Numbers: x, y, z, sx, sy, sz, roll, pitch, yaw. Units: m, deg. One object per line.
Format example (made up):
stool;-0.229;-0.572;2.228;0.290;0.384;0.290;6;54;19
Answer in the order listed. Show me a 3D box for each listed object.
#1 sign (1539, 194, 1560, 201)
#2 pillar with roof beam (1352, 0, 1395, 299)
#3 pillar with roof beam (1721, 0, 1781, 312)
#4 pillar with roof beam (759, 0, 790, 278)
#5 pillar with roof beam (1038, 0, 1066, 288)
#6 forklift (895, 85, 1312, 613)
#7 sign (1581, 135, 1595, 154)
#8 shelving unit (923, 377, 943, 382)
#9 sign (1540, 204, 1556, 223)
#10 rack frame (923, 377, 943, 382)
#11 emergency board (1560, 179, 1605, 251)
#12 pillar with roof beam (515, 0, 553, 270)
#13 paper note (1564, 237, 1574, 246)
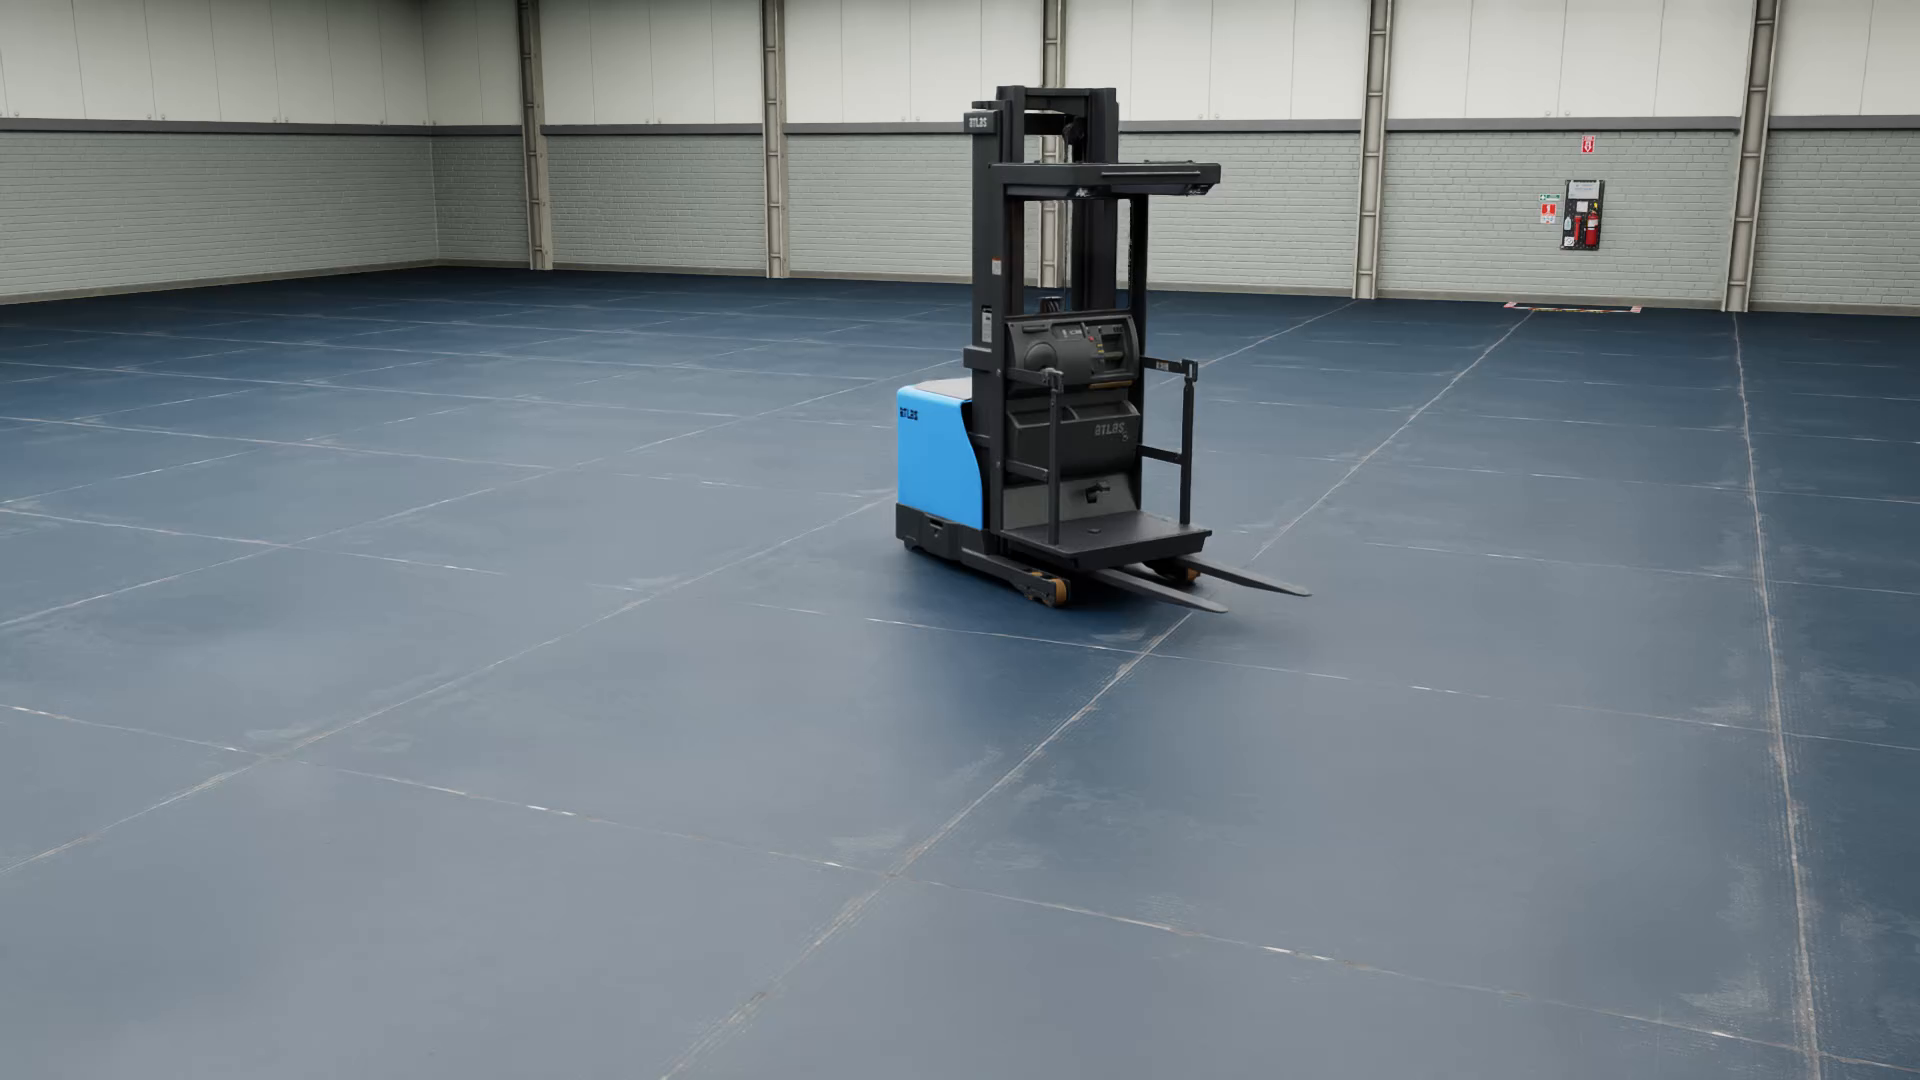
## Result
sign;9.997;-5.804;28.184;0.331;0.109;0.001;6;14;23
pillar with roof beam;5.475;-7.798;24.789;0.400;9.000;9.100;6;14;23
pillar with roof beam;10.960;-7.243;22.423;0.400;9.000;9.100;6;14;23
pillar with roof beam;-5.497;-8.908;29.521;0.400;9.000;9.100;6;14;23
pillar with roof beam;-0.011;-8.353;27.155;0.400;9.000;9.100;6;14;23
forklift;0.805;-1.164;9.798;1.130;2.935;3.031;-9;16;-32
sign;10.493;-6.608;27.776;0.199;0.298;0.001;6;14;23
shelving unit;-0.089;-0.572;11.394;0.252;1.050;0.215;10;17;38
sign;9.996;-5.548;28.255;0.234;0.329;0.001;6;14;23
rack frame;-0.184;-0.589;11.469;0.008;1.050;0.200;10;17;38
emergency board;10.460;-5.458;27.949;0.643;1.169;0.194;6;14;23
pillar with roof beam;-10.983;-9.464;31.887;0.400;9.000;9.100;6;14;23
paper note;10.326;-5.060;28.181;0.142;0.148;0.016;6;14;23
